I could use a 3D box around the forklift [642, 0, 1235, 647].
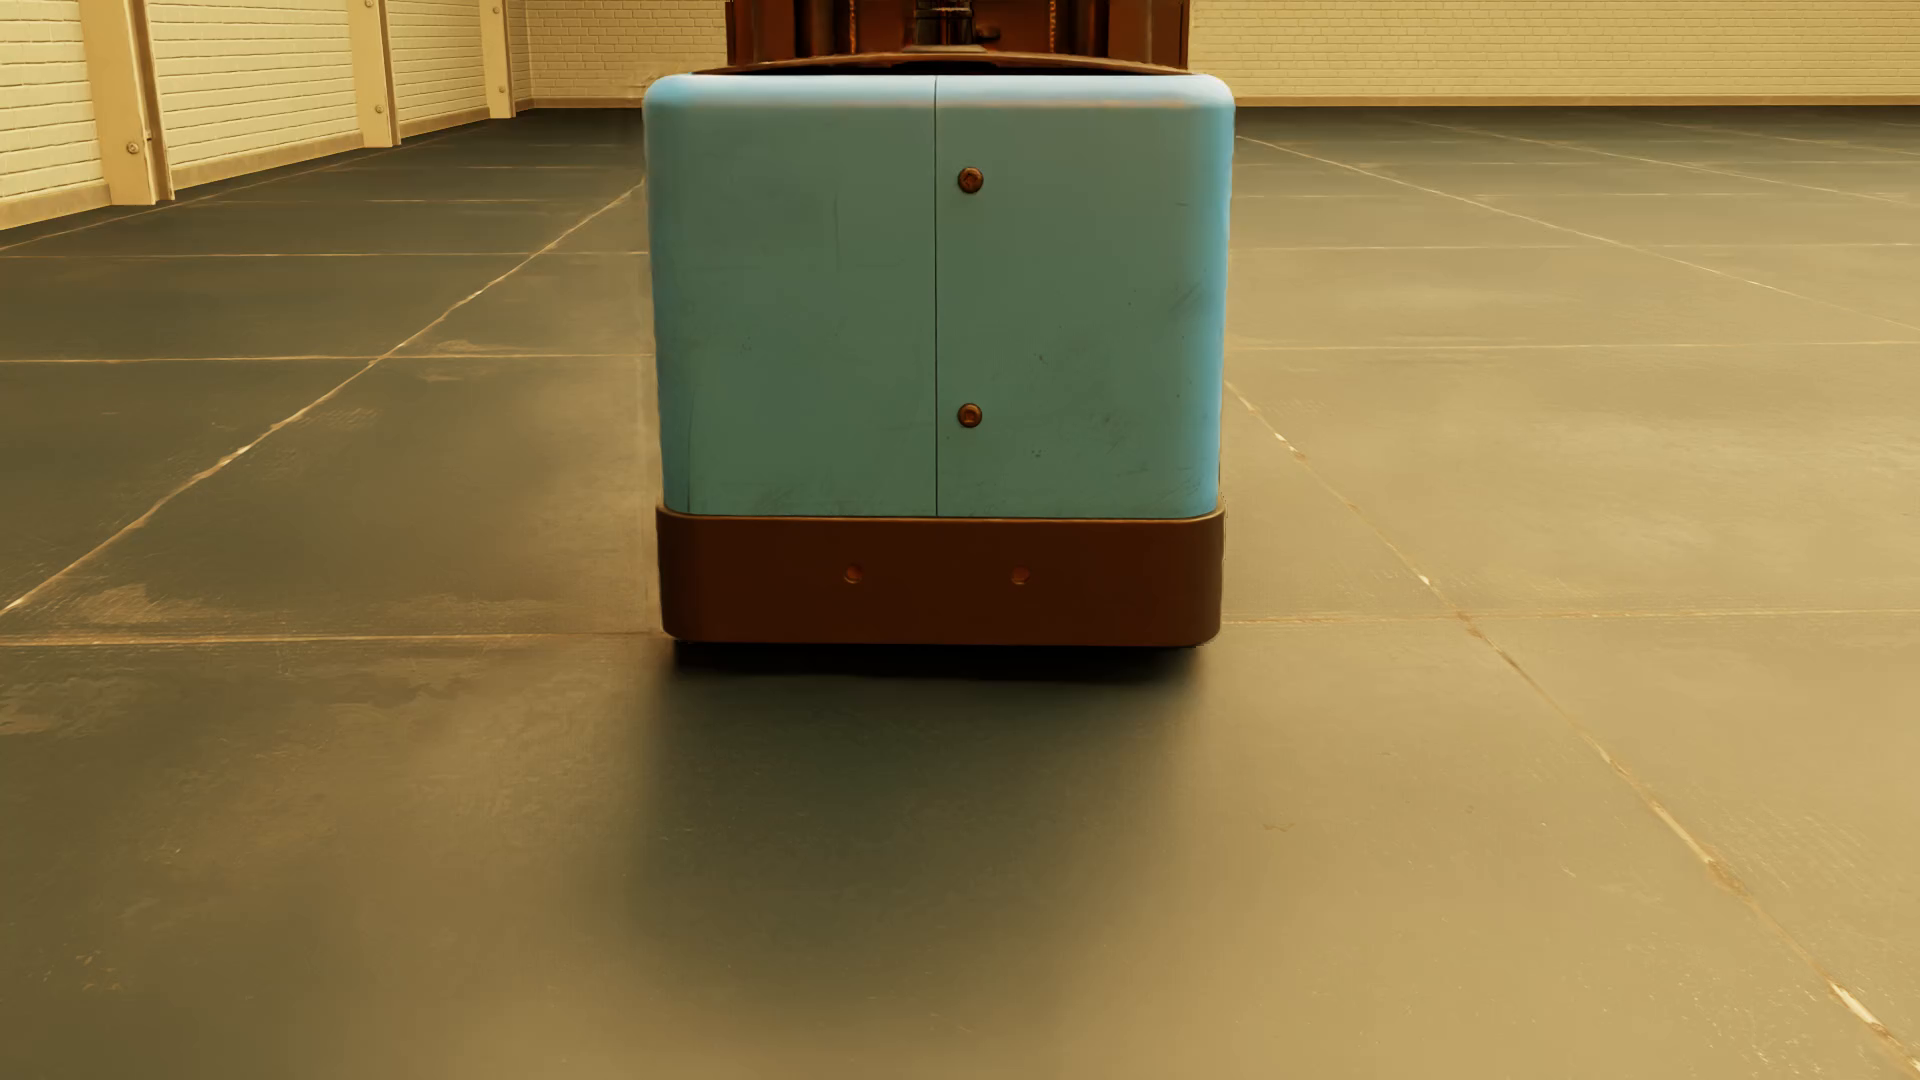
[{"bbox_3d":[0.000,-1.583,4.082,1.130,2.935,3.031,0,17,2],"label":"forklift"}]
